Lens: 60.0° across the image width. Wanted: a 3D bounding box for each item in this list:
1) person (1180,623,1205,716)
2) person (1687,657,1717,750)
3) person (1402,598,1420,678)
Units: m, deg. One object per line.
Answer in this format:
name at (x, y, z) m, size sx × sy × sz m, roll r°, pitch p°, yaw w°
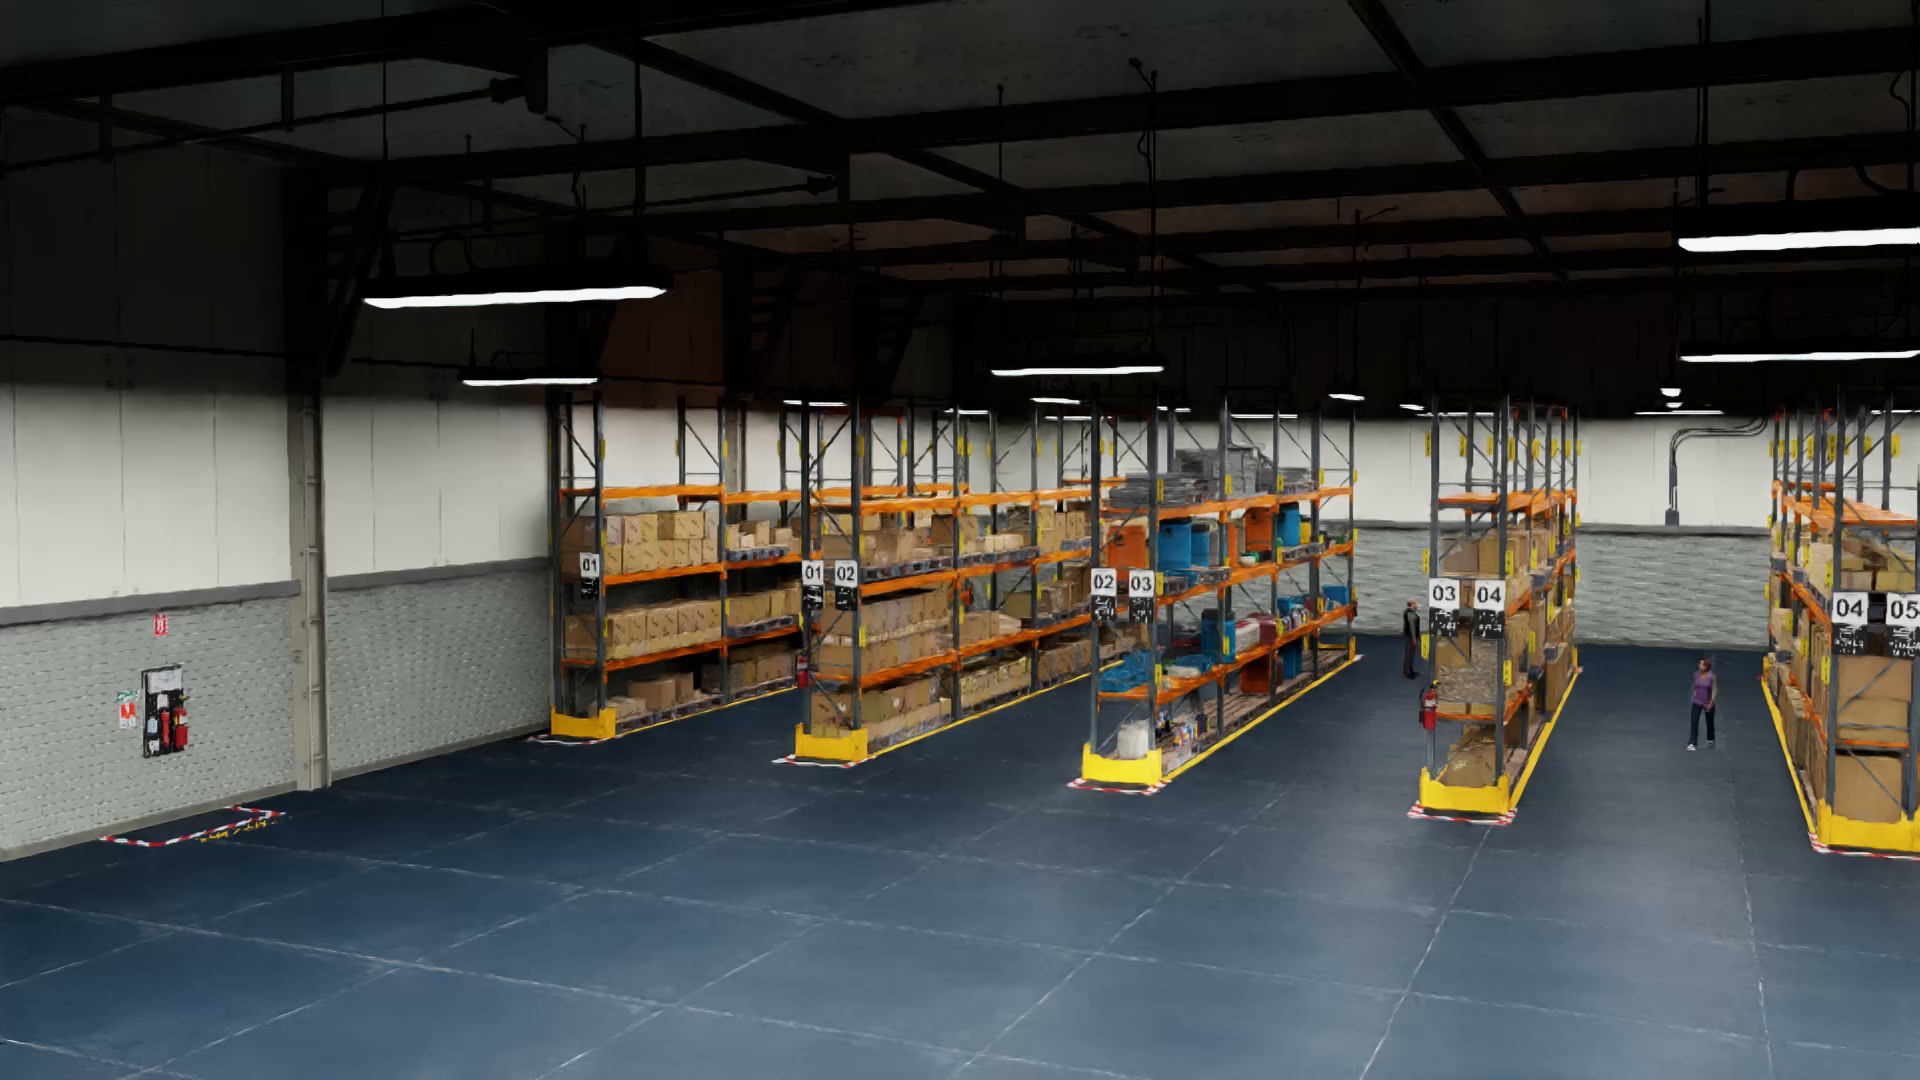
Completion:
person at (4.129, 2.315, 29.588) m, size 0.477 × 1.681 × 0.523 m, roll 1°, pitch 3°, yaw 16°
person at (12.325, 2.703, 27.543) m, size 0.408 × 1.524 × 0.962 m, roll 2°, pitch 4°, yaw 33°
person at (9.863, 2.119, 36.290) m, size 0.392 × 1.724 × 0.627 m, roll 0°, pitch 3°, yaw 8°
